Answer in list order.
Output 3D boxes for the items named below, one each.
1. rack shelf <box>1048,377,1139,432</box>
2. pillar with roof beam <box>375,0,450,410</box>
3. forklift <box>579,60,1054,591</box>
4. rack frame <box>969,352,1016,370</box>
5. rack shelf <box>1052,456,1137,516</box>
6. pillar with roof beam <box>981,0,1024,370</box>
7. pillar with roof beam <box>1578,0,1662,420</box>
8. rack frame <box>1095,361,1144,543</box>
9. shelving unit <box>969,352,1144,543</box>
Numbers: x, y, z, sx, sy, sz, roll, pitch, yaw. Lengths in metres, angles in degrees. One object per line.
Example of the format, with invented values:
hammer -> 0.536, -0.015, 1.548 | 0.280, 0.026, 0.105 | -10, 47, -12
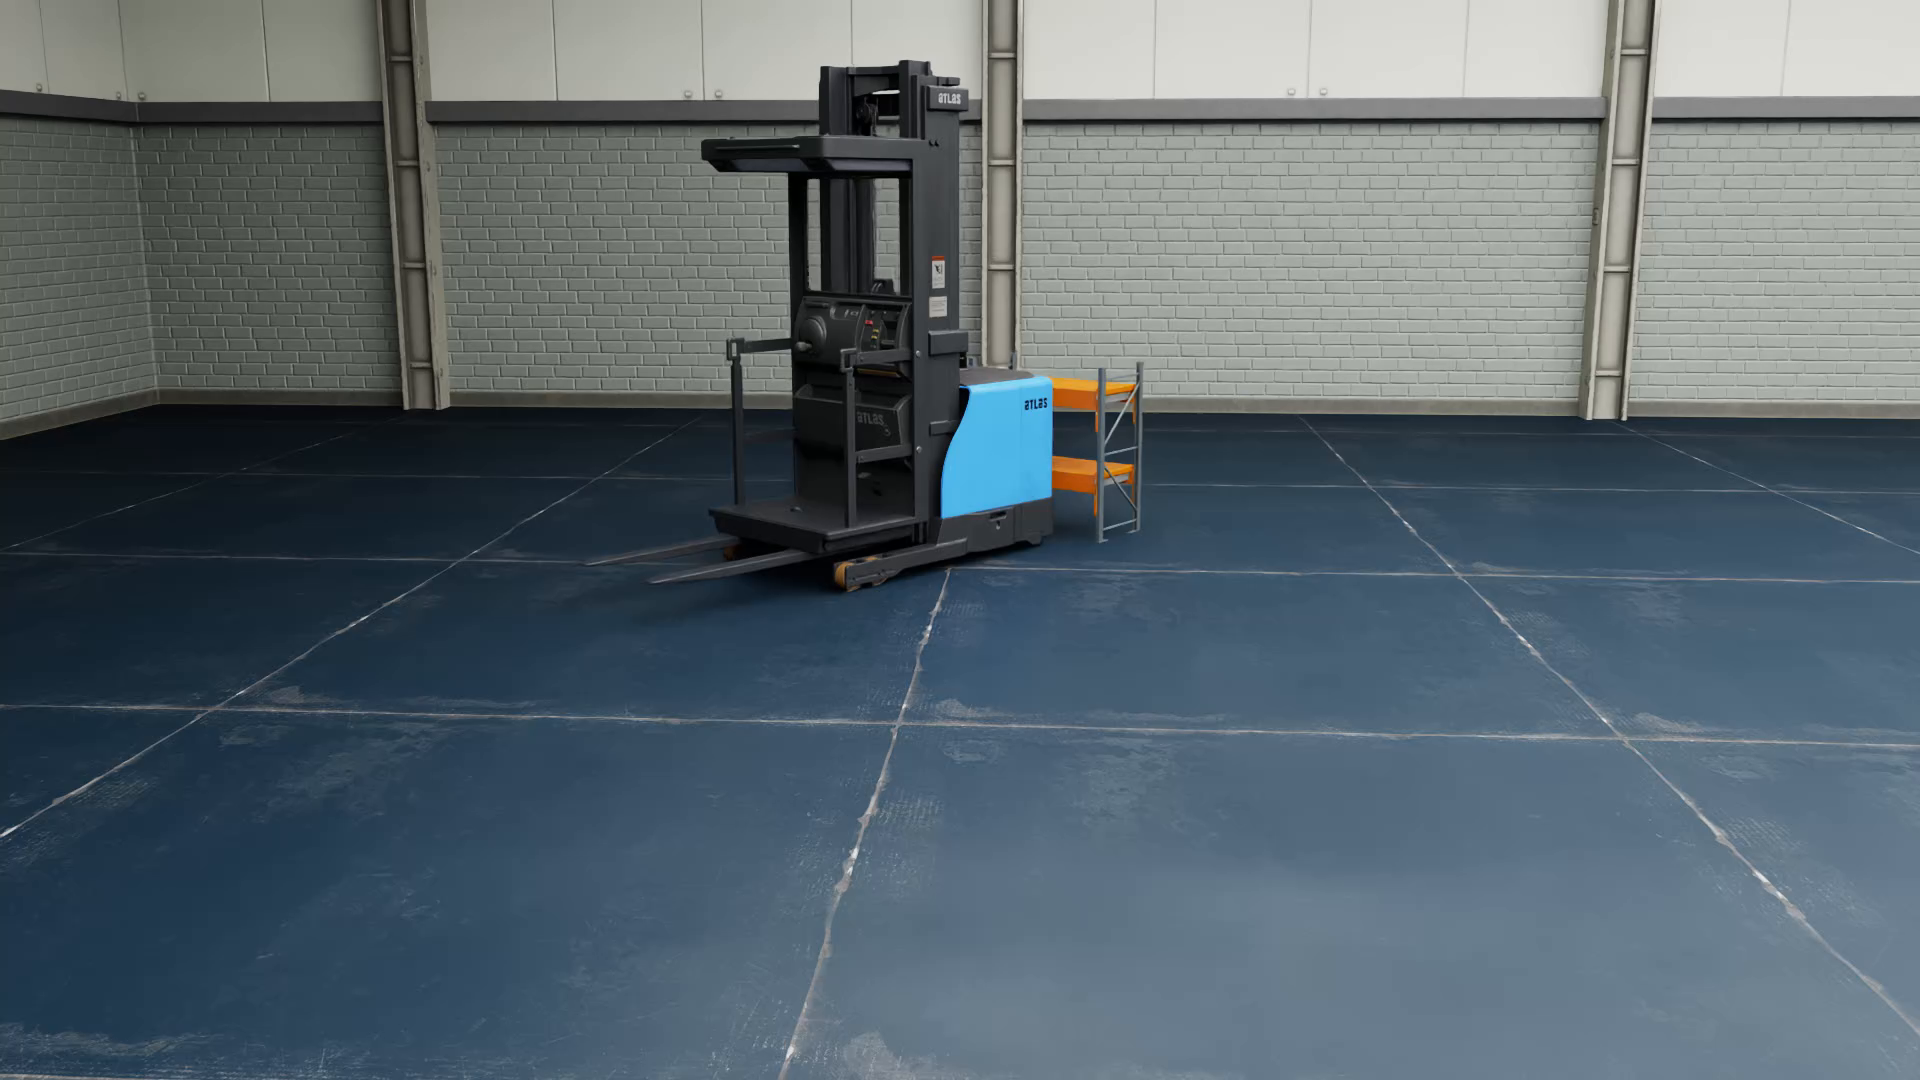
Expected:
rack shelf -> 0.629, -0.921, 10.996 | 1.000, 0.278, 0.538 | 9, 15, 36
pillar with roof beam -> -5.855, -4.909, 12.255 | 0.400, 9.000, 9.100 | 1, 12, 4
forklift -> -0.787, -1.264, 9.651 | 1.130, 2.935, 3.031 | 11, 16, 43
rack frame -> 0.224, -0.698, 11.358 | 0.032, 1.125, 0.500 | 9, 15, 36
rack shelf -> 0.629, -0.396, 11.106 | 1.000, 0.278, 0.538 | 9, 15, 36
pillar with roof beam -> 0.132, -4.826, 11.863 | 0.400, 9.000, 9.100 | 1, 12, 4
pillar with roof beam -> 6.119, -4.744, 11.471 | 0.400, 9.000, 9.100 | 1, 12, 4
rack frame -> 1.033, -0.572, 10.754 | 0.032, 1.125, 0.500 | 9, 15, 36
shelving unit -> 0.629, -0.635, 11.056 | 1.048, 1.125, 0.538 | 9, 15, 36
